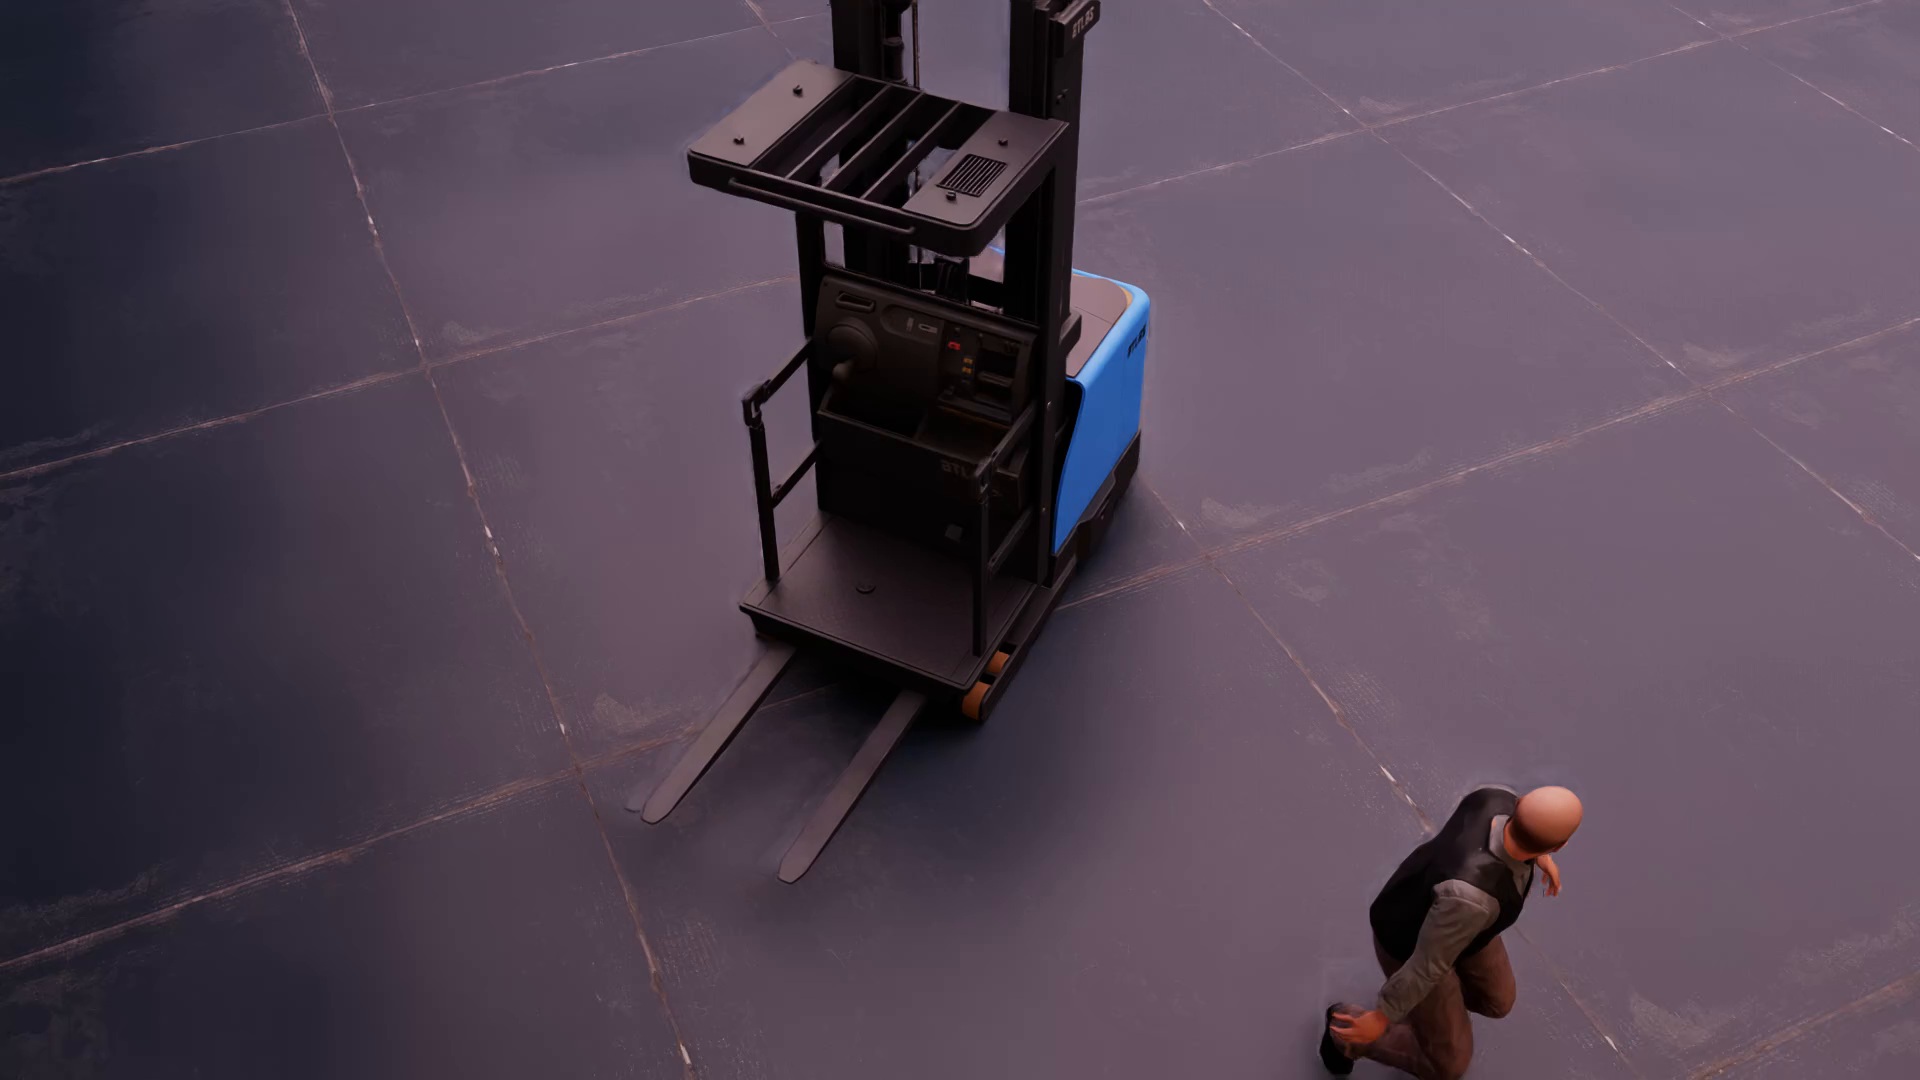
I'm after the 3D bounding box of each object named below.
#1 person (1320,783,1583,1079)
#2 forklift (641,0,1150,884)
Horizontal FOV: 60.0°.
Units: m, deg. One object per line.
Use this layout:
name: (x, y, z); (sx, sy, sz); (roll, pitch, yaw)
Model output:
person: (1.540, 1.293, 5.353); (0.508, 1.574, 0.939); (30, 51, 28)
forklift: (-0.244, -0.662, 6.390); (1.130, 2.935, 3.031); (19, 46, 19)
